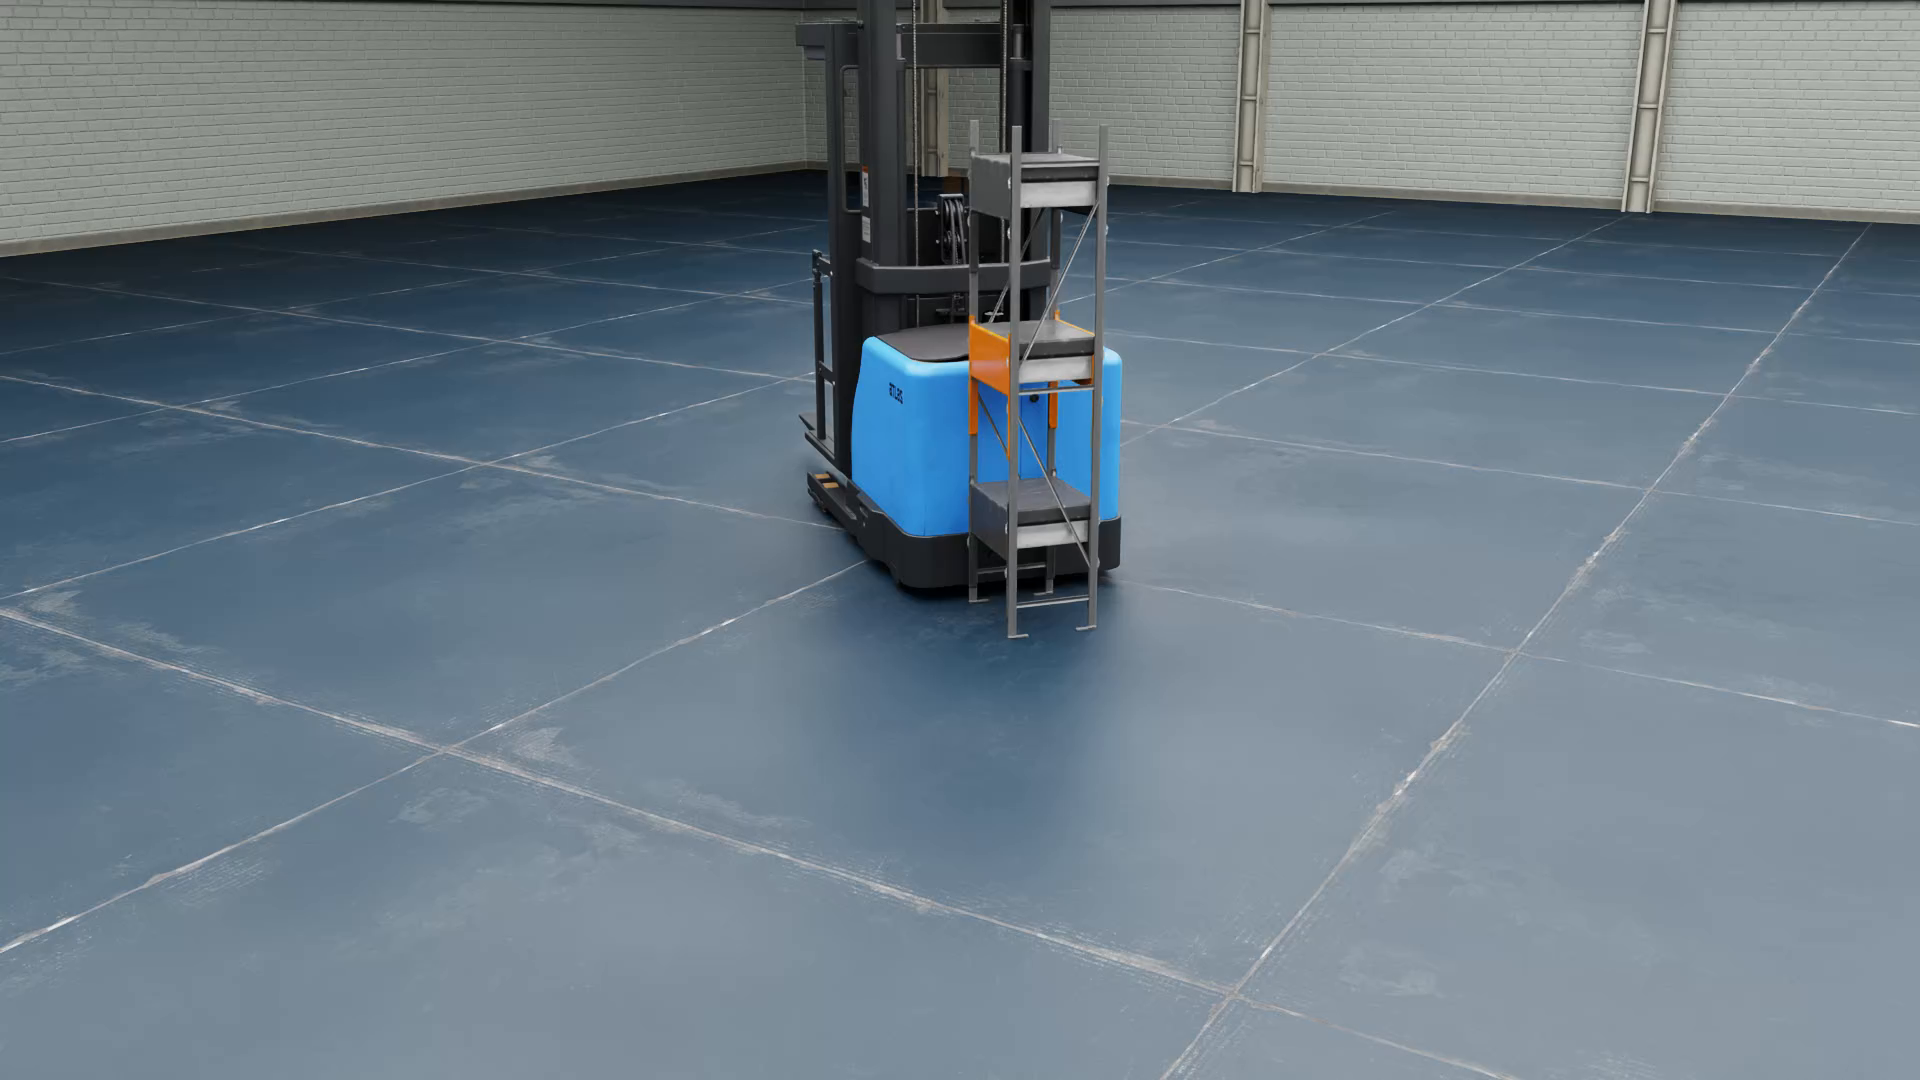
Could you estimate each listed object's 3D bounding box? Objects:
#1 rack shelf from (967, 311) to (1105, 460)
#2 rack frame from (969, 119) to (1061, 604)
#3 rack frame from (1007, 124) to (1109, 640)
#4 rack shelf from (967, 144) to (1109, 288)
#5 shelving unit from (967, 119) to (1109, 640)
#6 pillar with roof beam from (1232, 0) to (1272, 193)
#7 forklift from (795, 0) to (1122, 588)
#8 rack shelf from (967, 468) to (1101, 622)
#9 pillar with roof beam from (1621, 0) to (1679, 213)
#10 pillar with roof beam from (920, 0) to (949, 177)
[{"bbox_3d":[0.311,-0.659,6.986,0.431,0.518,0.480,-6,18,-18],"label":"rack shelf"},{"bbox_3d":[0.231,-0.739,7.202,0.400,2.100,0.015,-6,18,-18],"label":"rack frame"},{"bbox_3d":[0.391,-0.605,6.761,0.400,2.100,0.015,-6,18,-18],"label":"rack frame"},{"bbox_3d":[0.311,-1.329,6.782,0.431,0.518,0.480,-6,18,-18],"label":"rack shelf"},{"bbox_3d":[0.311,-0.672,6.982,0.431,2.100,0.503,-6,18,-18],"label":"shelving unit"},{"bbox_3d":[2.410,-8.897,22.187,0.400,9.000,9.100,10,20,30],"label":"pillar with roof beam"},{"bbox_3d":[-0.192,-1.575,8.522,1.130,2.935,3.031,-5,18,-17],"label":"forklift"},{"bbox_3d":[0.311,0.011,7.189,0.431,0.518,0.480,-6,18,-18],"label":"rack shelf"},{"bbox_3d":[7.522,-7.984,19.183,0.400,9.000,9.100,10,20,30],"label":"pillar with roof beam"},{"bbox_3d":[-2.703,-9.809,25.192,0.400,9.000,9.100,10,20,30],"label":"pillar with roof beam"}]
